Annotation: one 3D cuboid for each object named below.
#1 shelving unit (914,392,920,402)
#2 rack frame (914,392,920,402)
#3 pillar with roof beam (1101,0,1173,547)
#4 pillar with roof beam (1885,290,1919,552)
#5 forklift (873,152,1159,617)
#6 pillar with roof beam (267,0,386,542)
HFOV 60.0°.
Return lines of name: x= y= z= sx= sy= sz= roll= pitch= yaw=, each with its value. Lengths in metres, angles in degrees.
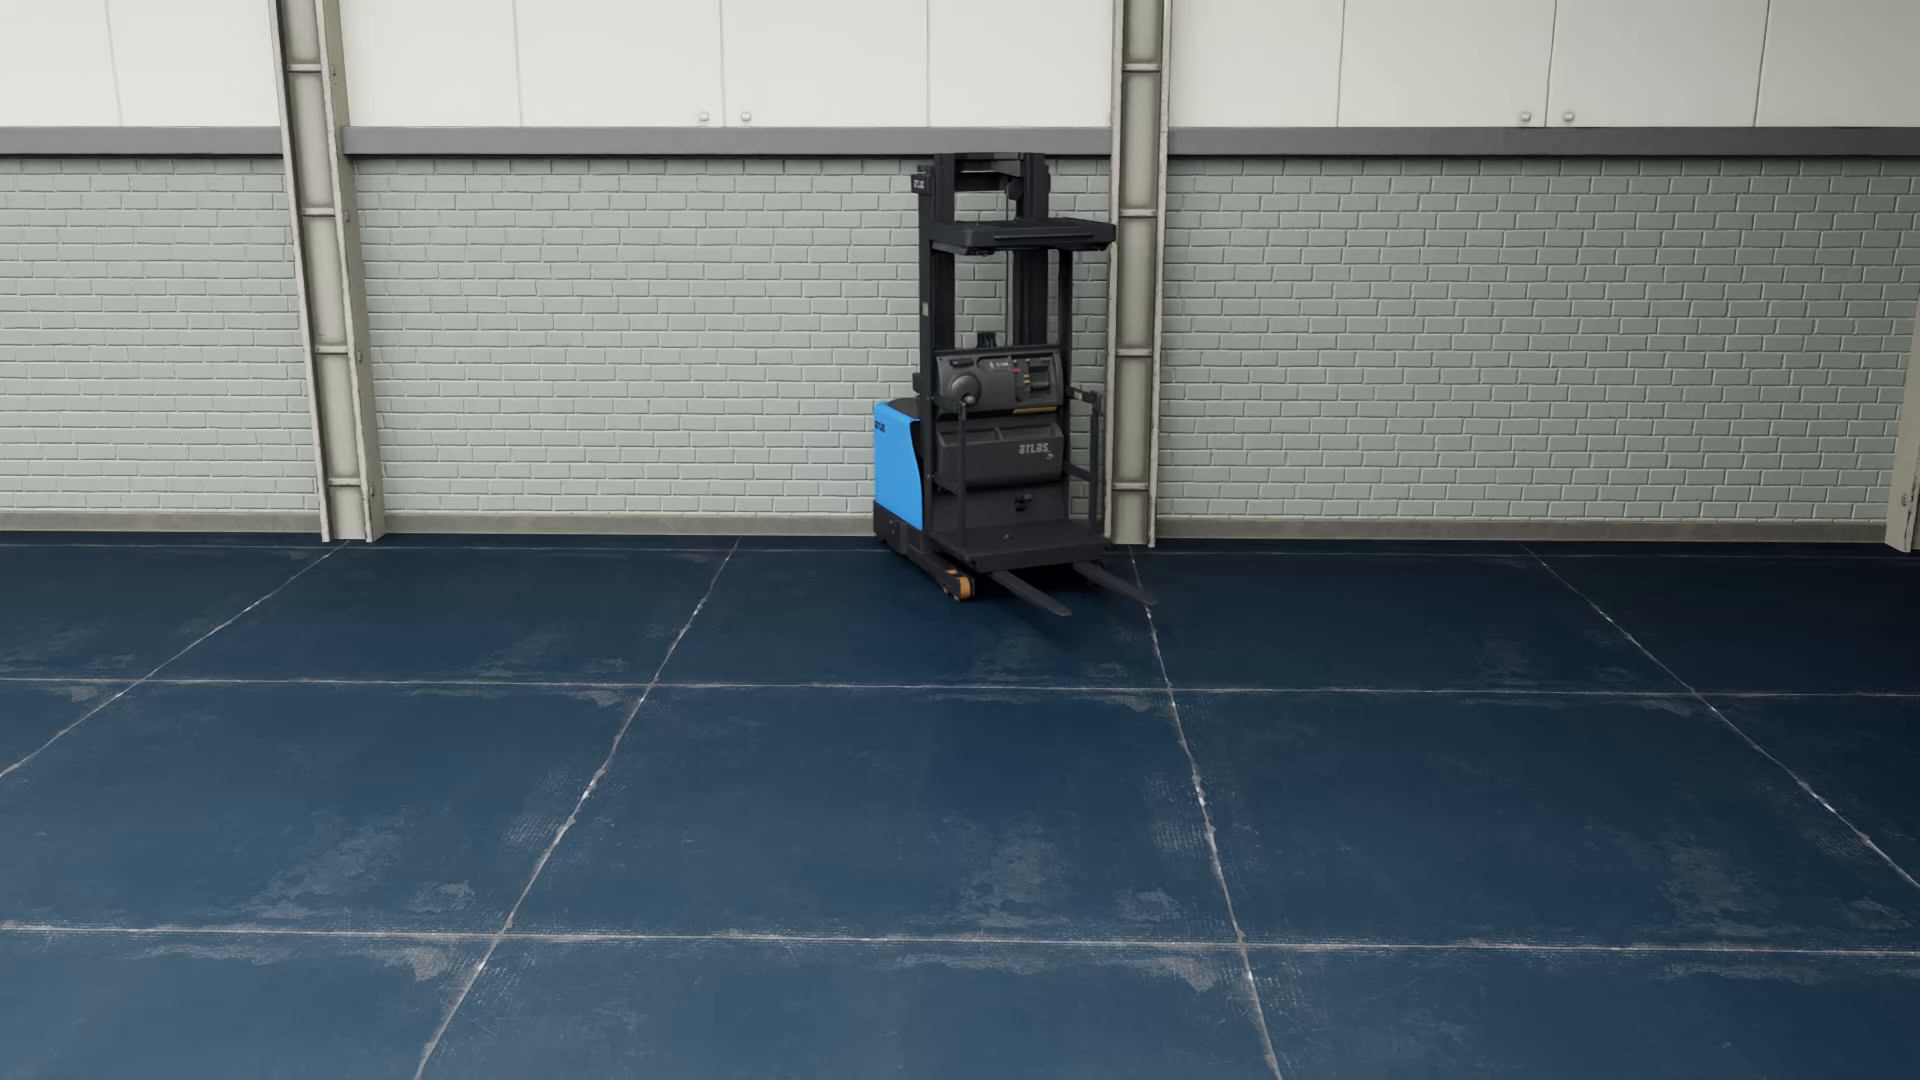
shelving unit: x=-0.300 y=-0.576 z=12.656 sx=0.189 sy=1.200 sz=0.258 roll=15 pitch=15 yaw=18
rack frame: x=-0.384 y=-0.599 z=12.684 sx=0.006 sy=1.200 sz=0.240 roll=15 pitch=15 yaw=18
pillar with roof beam: x=1.182 y=-3.239 z=7.479 sx=0.400 sy=9.000 sz=9.100 roll=0 pitch=15 yaw=1
pillar with roof beam: x=7.180 y=-3.200 z=7.330 sx=0.400 sy=9.000 sz=9.100 roll=0 pitch=15 yaw=1
forklift: x=0.364 y=-1.126 z=11.364 sx=1.130 sy=2.935 sz=3.031 roll=-6 pitch=16 yaw=-22
pillar with roof beam: x=-4.816 y=-3.279 z=7.627 sx=0.400 sy=9.000 sz=9.100 roll=0 pitch=15 yaw=1
